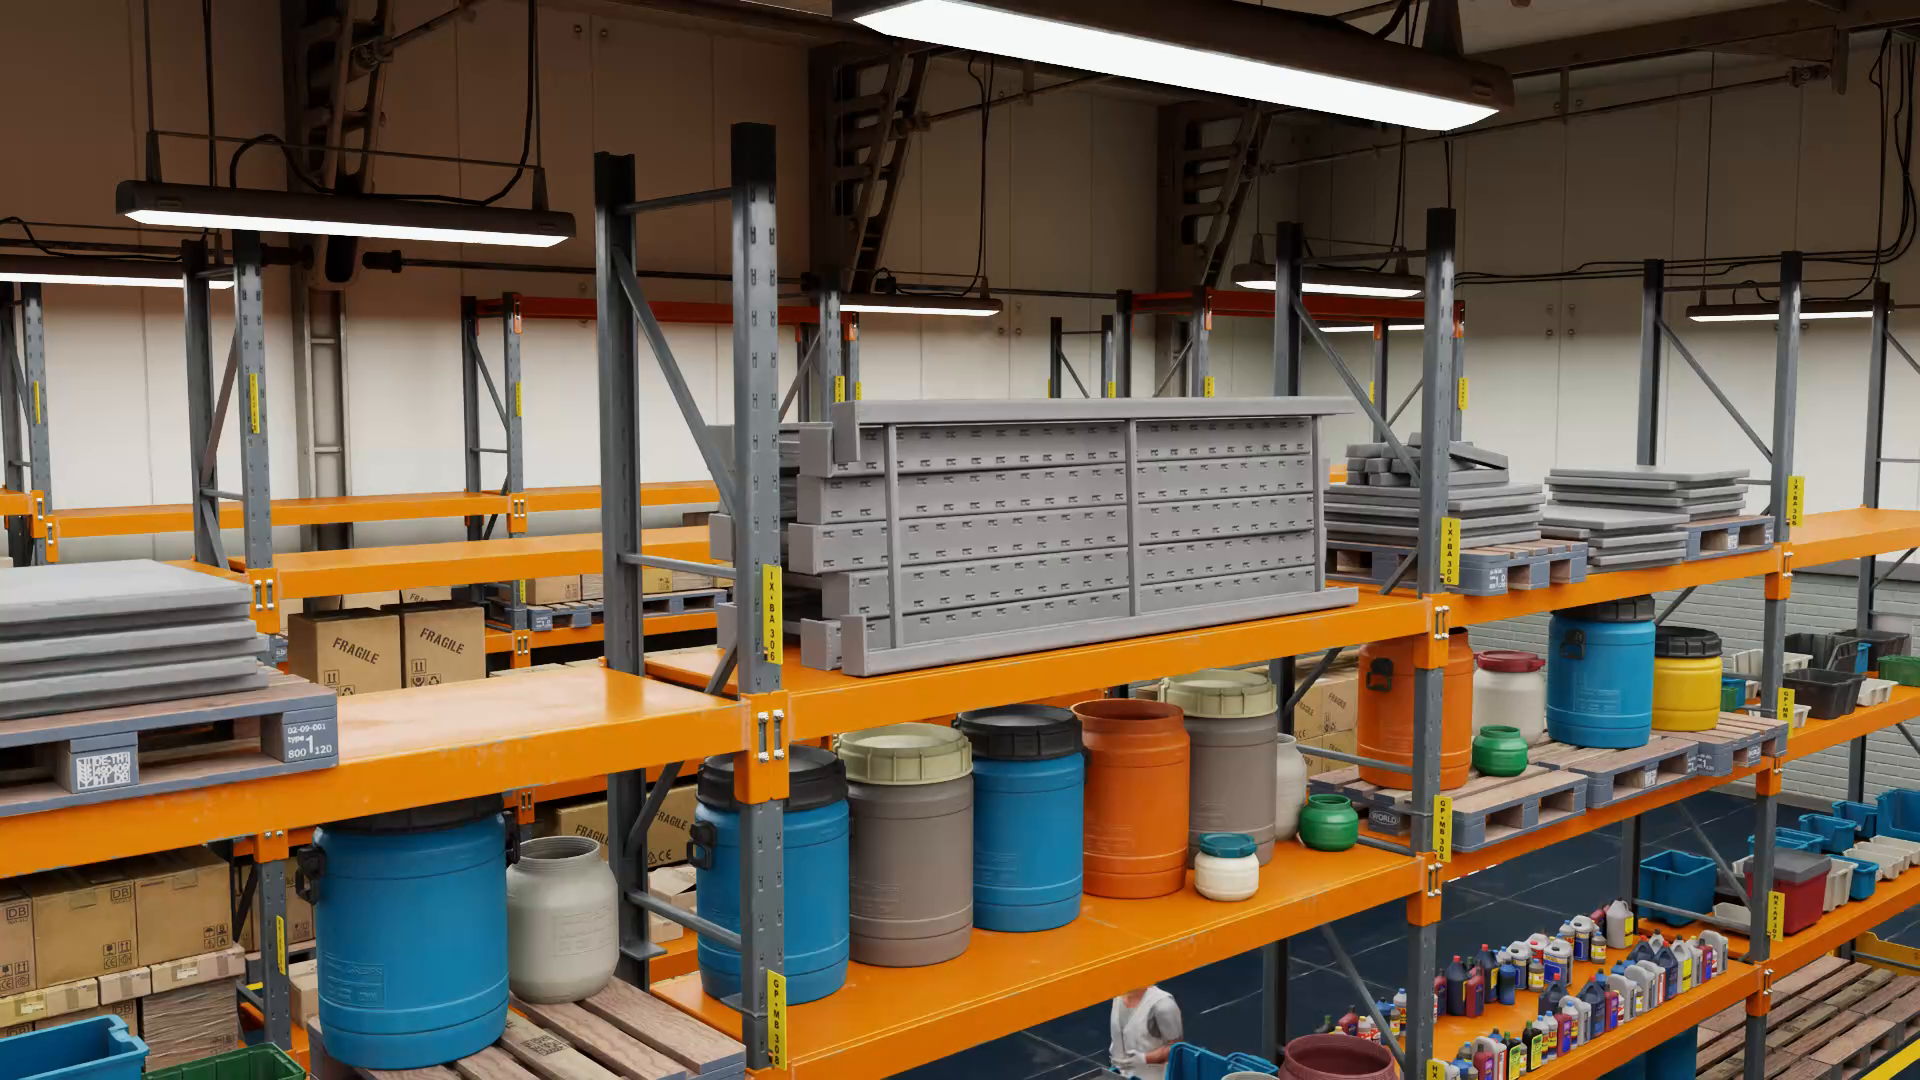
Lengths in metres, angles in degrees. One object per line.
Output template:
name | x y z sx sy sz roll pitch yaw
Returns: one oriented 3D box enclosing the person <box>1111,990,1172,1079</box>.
person | 1.097 3.411 10.233 0.437 1.421 0.658 5 8 45
